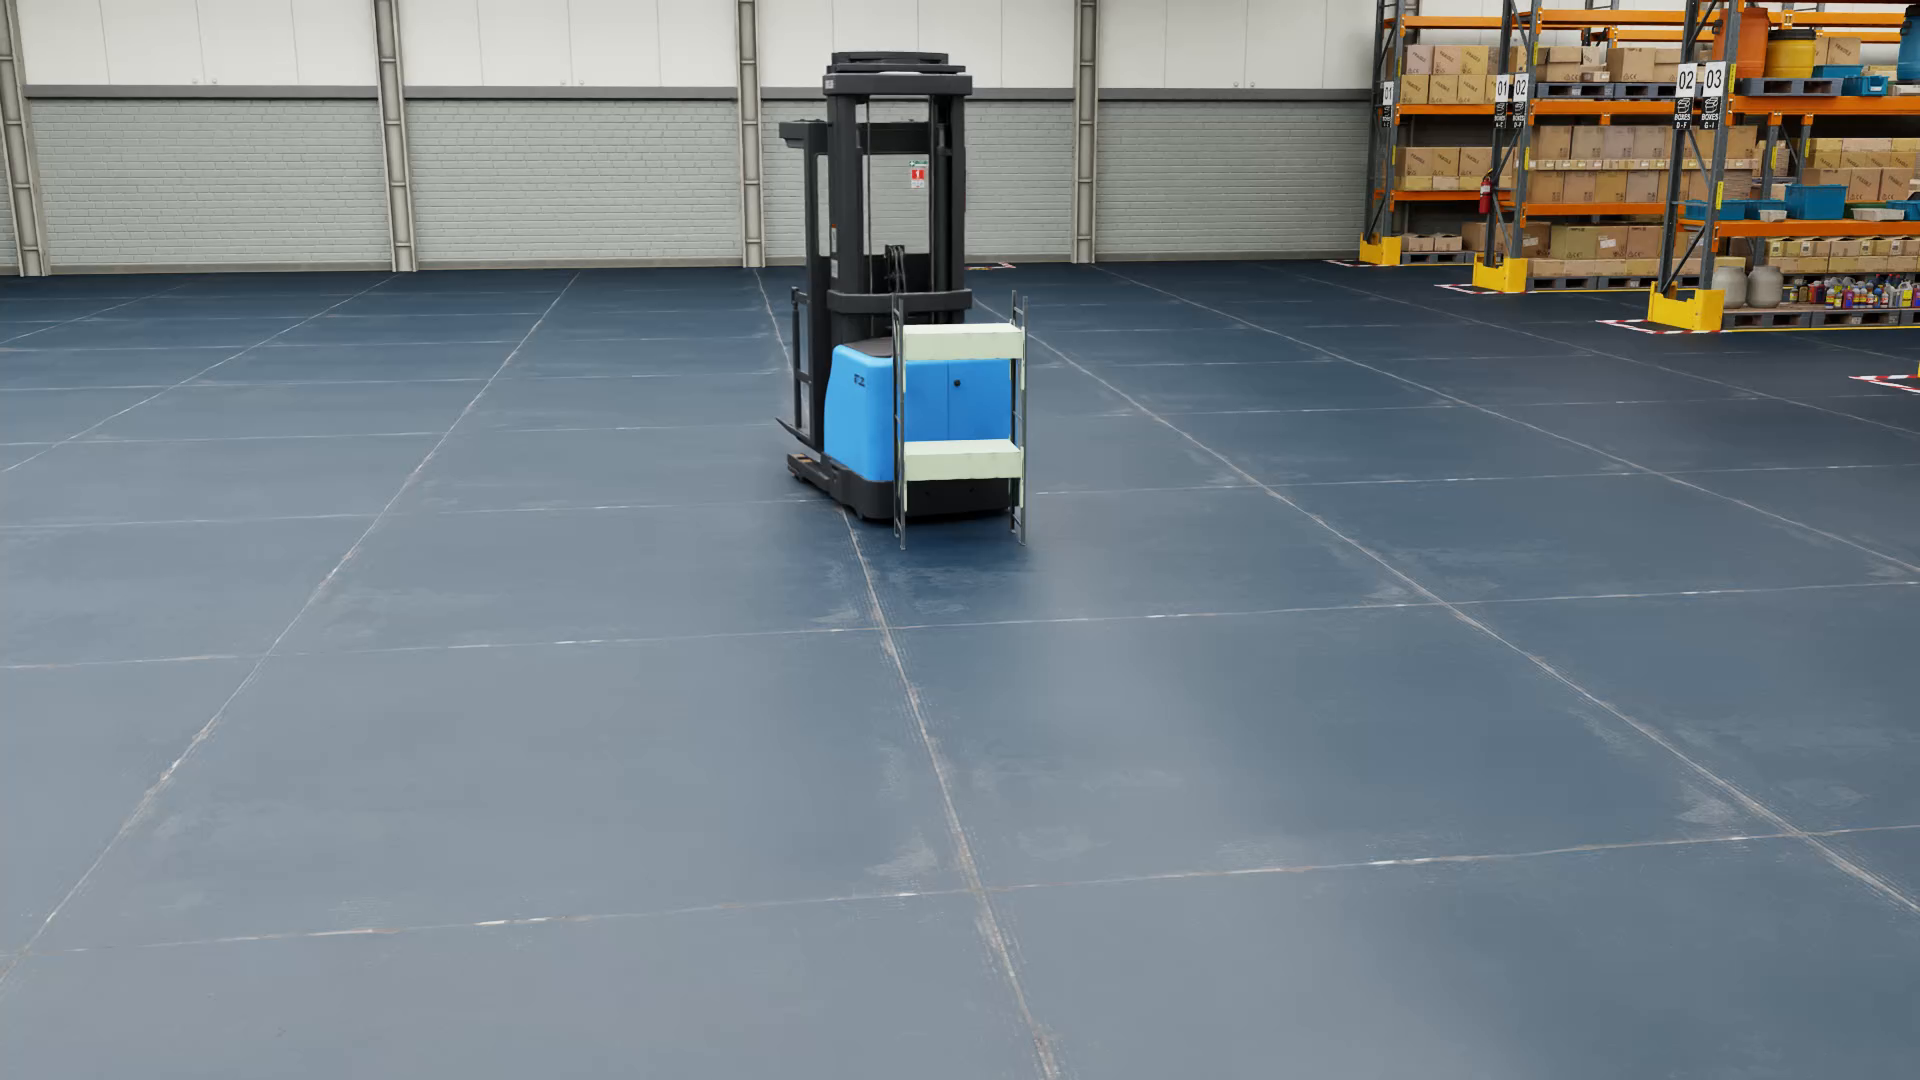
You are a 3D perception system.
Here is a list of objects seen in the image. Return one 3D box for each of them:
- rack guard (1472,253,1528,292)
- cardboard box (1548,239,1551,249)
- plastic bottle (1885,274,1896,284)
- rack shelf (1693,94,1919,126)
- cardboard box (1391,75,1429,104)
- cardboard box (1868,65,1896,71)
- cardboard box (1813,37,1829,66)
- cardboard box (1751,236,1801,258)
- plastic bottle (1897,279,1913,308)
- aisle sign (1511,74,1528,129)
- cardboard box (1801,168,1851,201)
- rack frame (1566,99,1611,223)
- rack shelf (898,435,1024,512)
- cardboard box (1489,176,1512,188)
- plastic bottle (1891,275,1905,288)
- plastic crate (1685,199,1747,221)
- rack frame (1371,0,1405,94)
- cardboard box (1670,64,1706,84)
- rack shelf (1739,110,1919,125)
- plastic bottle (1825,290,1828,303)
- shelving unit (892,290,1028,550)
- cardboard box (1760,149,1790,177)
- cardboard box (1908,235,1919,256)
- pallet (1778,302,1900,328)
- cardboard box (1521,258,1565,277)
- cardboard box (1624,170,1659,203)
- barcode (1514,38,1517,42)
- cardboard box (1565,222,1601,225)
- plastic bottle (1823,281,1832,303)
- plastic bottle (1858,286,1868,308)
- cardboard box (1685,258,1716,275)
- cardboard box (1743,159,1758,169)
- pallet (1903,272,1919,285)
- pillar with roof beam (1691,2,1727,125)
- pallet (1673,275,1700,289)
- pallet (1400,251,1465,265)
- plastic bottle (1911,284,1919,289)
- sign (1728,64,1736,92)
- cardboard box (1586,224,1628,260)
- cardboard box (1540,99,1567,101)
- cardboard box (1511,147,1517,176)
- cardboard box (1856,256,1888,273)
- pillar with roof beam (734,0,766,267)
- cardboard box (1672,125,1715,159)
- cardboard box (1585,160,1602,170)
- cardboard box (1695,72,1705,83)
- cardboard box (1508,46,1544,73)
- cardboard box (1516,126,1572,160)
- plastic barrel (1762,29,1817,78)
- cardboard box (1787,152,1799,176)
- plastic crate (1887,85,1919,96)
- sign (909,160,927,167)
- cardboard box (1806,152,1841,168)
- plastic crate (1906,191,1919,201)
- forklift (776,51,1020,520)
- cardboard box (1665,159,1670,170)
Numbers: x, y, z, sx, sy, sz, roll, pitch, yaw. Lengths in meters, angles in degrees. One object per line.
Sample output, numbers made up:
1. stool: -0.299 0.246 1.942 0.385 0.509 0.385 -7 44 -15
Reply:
1. rack guard: 8.340 -4.141 25.706 0.348 0.500 1.175 -2 14 -8
2. cardboard box: 11.053 -5.503 30.919 0.250 0.166 0.380 -4 15 -16
3. plastic bottle: 12.193 -3.307 21.782 0.185 0.351 0.144 -2 14 -7
4. rack shelf: 11.076 -5.341 20.665 4.000 0.370 1.077 -2 14 -8
5. cardboard box: 7.990 -8.011 29.585 0.500 0.500 0.500 -2 14 -7
6. cardboard box: 17.069 -8.633 31.201 0.500 0.500 0.700 -1 14 -5
7. cardboard box: 12.935 -7.462 25.546 0.500 0.500 0.500 -2 14 -8
8. cardboard box: 12.765 -4.596 26.019 0.500 0.311 0.500 -2 14 -8
9. plastic bottle: 11.950 -3.125 21.057 0.185 0.351 0.144 -2 14 -9
10. aisle sign: 8.344 -6.539 24.786 0.004 0.787 0.394 -2 14 -8
11. cardboard box: 13.602 -5.591 26.143 0.500 0.500 0.500 -1 14 -4
12. rack frame: 11.577 -6.691 30.734 0.127 3.000 1.000 -2 14 -8
13. rack shelf: -0.007 -0.411 10.118 0.720 0.370 0.431 -2 14 -8
14. cardboard box: 9.668 -6.481 30.165 0.500 0.250 0.500 -2 14 -8
15. plastic bottle: 12.215 -3.272 21.644 0.185 0.351 0.144 -2 14 -8
16. plastic crate: 9.548 -4.181 21.031 0.616 0.251 0.499 -2 14 -8
17. rack frame: 7.622 -9.456 29.426 0.127 3.000 1.000 -2 14 -8
18. cardboard box: 11.248 -7.208 25.663 0.500 0.311 0.500 -3 14 -11
19. rack shelf: 14.297 -6.678 25.995 4.000 0.370 1.077 -2 14 -8
20. plastic bottle: 11.276 -3.169 21.540 0.097 0.201 0.097 0 14 0
21. shelving unit: -0.007 -0.727 10.038 0.755 1.500 0.431 -2 14 -8
22. cardboard box: 15.069 -7.078 31.169 0.500 0.500 0.700 -4 15 -15
23. cardboard box: 15.280 -4.688 26.383 0.500 0.311 0.500 -2 14 -9
24. pallet: 11.174 -2.896 21.334 1.213 0.211 1.003 -2 14 -8
25. cardboard box: 8.927 -4.190 25.553 0.500 0.250 0.500 -2 14 -8
26. cardboard box: 10.358 -5.473 25.675 0.500 0.500 0.700 -2 14 -7
27. barcode: 10.139 -9.120 30.350 0.075 0.075 0.001 -2 14 -8
28. cardboard box: 9.836 -4.719 26.119 0.500 0.500 0.500 -2 14 -8
29. plastic bottle: 11.239 -3.235 21.648 0.135 0.276 0.152 -2 14 -10
30. plastic bottle: 11.375 -3.059 20.959 0.097 0.271 0.097 0 14 0
31. cardboard box: 11.397 -4.284 25.927 0.500 0.250 0.500 -2 14 -8
32. cardboard box: 12.082 -5.801 25.647 0.250 0.149 0.380 -2 14 -8
33. pallet: 15.454 -4.271 26.819 1.213 0.211 1.003 -2 14 -8
34. pillar with roof beam: 14.760 -8.871 27.095 0.400 9.000 9.100 -2 14 -8
35. pallet: 11.526 -4.128 26.248 1.213 0.211 1.003 -2 14 -8
36. pallet: 8.506 -5.217 30.590 1.213 0.211 1.003 -2 14 -8
37. plastic bottle: 12.223 -3.135 21.251 0.135 0.276 0.152 -2 14 -8
38. sign: 9.175 -5.489 19.760 0.005 0.325 0.100 -2 14 -8
39. cardboard box: 9.914 -4.594 25.620 0.500 0.500 0.500 -2 14 -8
40. cardboard box: 10.613 -8.111 29.984 0.500 0.500 0.500 -3 14 -13
41. cardboard box: 10.164 -6.865 30.154 0.500 0.500 0.500 -3 14 -10
42. cardboard box: 14.275 -4.380 26.310 0.500 0.250 0.500 -2 14 -7
43. pillar with roof beam: -3.040 -8.219 24.494 0.400 9.000 9.100 -2 14 -8
44. cardboard box: 11.382 -6.141 25.669 0.500 0.500 0.700 -2 14 -8
45. cardboard box: 9.541 -5.707 25.274 0.250 0.149 0.380 -2 14 -9
46. cardboard box: 11.167 -6.994 25.144 0.250 0.149 0.380 -2 14 -8
47. cardboard box: 10.067 -8.562 29.726 0.500 0.500 0.500 -3 14 -10
48. cardboard box: 8.879 -6.048 25.298 0.500 0.500 0.700 -2 14 -8
49. plastic barrel: 10.206 -5.984 20.502 0.600 0.588 0.600 0 14 0
50. cardboard box: 15.960 -7.119 31.582 0.500 0.500 0.500 -2 14 -8
51. plastic crate: 11.526 -5.479 20.279 0.396 0.136 0.243 -2 14 -8
52. sign: -0.753 -6.758 29.842 0.331 0.109 0.001 -2 14 -8
53. cardboard box: 16.051 -6.994 31.086 0.500 0.500 0.500 -2 14 -7
54. plastic crate: 12.517 -4.289 21.286 0.504 0.338 0.767 -2 14 -8
55. forklift: -0.607 -1.866 11.635 1.130 2.935 3.031 -5 15 -20
56. cardboard box: 10.826 -5.755 25.465 0.250 0.149 0.380 -2 14 -7
